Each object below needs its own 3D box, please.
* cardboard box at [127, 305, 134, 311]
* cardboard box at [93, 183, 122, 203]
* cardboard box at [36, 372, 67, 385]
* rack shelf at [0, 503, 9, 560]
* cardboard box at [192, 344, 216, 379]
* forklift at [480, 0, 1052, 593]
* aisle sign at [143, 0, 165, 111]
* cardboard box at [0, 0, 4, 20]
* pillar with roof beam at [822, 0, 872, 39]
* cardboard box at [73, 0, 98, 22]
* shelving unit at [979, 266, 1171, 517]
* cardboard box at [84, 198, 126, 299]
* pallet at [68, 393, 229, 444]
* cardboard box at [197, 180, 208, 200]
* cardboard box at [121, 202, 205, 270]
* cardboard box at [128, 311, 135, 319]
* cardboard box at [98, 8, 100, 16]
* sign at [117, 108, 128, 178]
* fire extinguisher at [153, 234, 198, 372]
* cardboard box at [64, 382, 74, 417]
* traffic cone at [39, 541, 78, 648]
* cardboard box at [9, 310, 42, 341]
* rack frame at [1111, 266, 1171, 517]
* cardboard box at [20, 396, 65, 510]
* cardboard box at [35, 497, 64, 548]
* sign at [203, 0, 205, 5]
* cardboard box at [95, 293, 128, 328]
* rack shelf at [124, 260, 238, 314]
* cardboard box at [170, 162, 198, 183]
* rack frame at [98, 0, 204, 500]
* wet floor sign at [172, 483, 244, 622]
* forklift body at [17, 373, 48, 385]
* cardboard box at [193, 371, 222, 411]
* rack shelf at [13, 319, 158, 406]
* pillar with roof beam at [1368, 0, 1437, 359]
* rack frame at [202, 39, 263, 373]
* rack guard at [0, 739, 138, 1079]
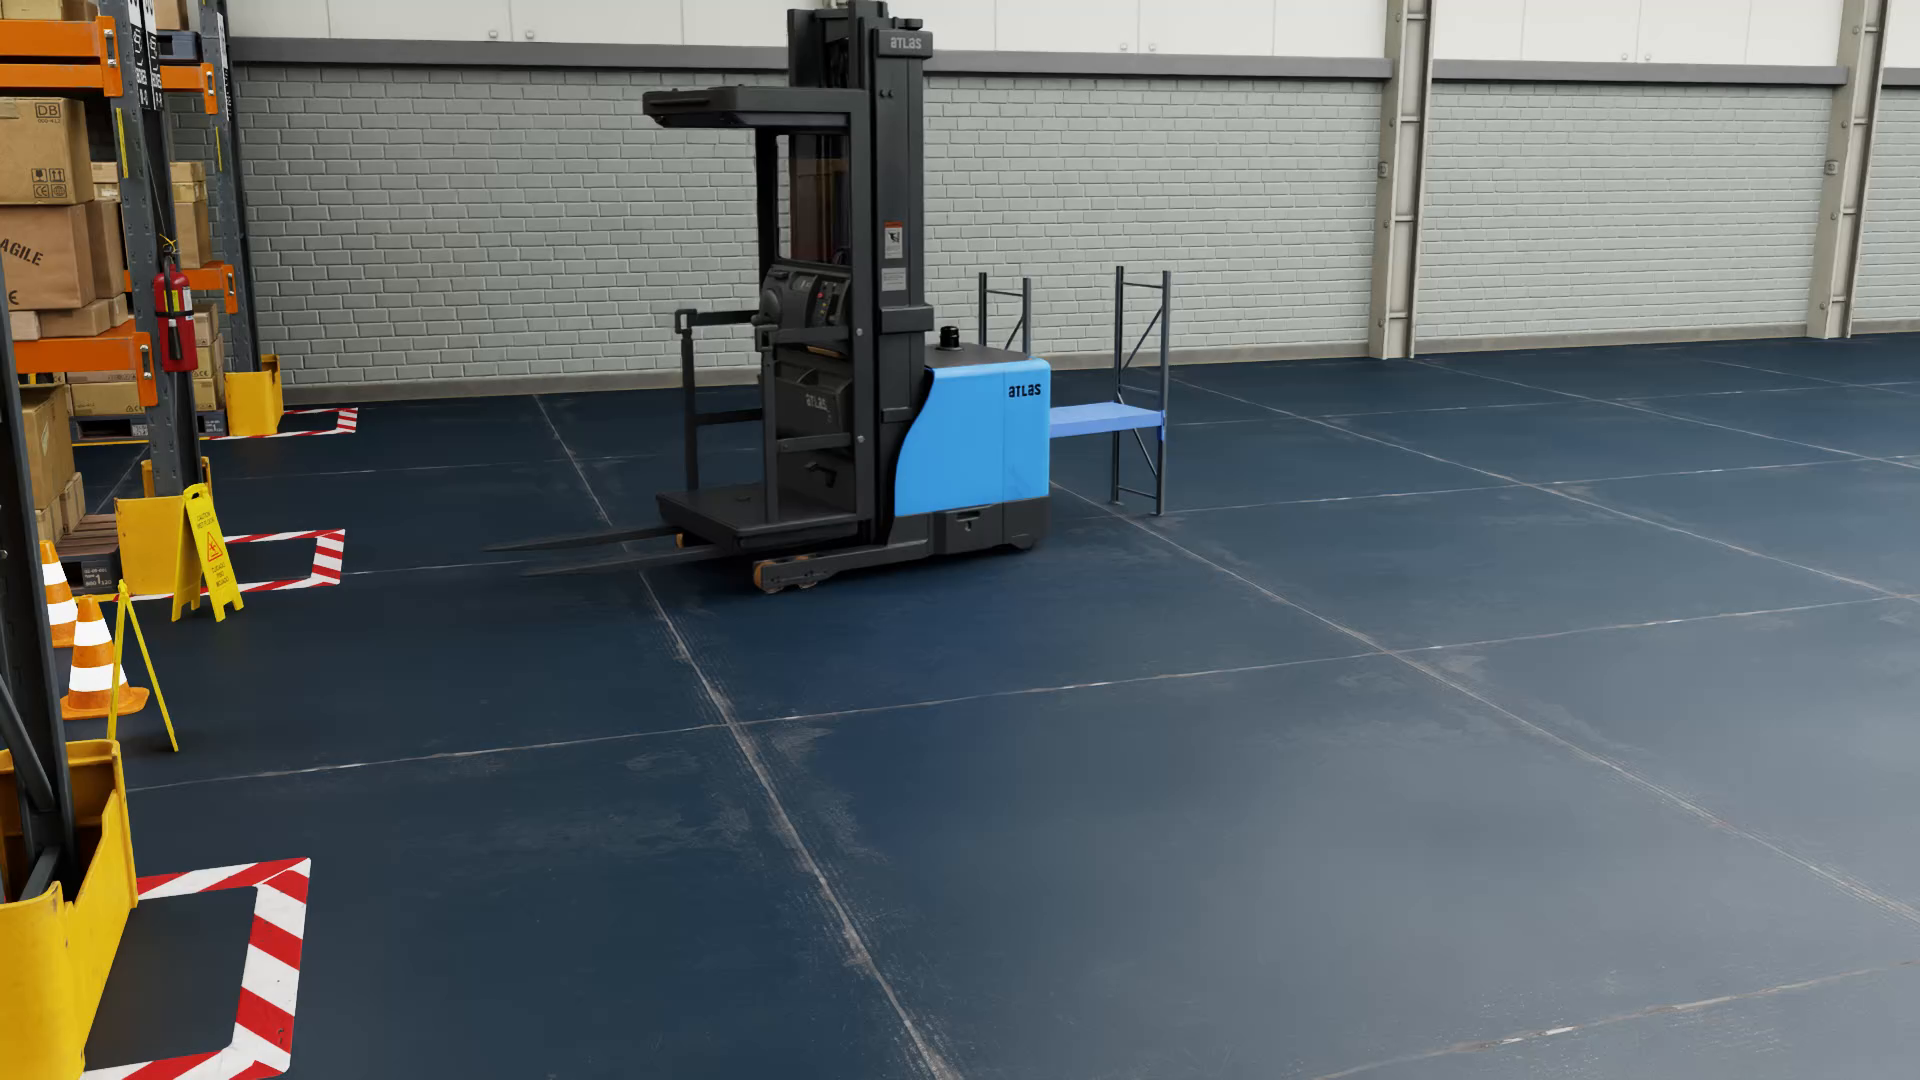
[{"bbox_3d":[-6.766,-1.726,13.292,0.500,0.250,0.500,-4,14,-18],"label":"cardboard box"},{"bbox_3d":[-6.515,-2.651,12.688,0.250,0.149,0.380,-4,14,-17],"label":"cardboard box"},{"bbox_3d":[-7.100,-1.333,12.719,0.500,0.250,0.500,-5,14,-19],"label":"cardboard box"},{"bbox_3d":[-4.412,0.259,3.626,4.000,0.370,1.077,-4,14,-18],"label":"rack shelf"},{"bbox_3d":[-6.139,-1.410,13.044,0.500,0.250,0.500,-5,14,-19],"label":"cardboard box"},{"bbox_3d":[-1.000,-1.292,8.739,3.031,2.935,1.130,-8,16,-32],"label":"forklift"},{"bbox_3d":[-4.231,-2.654,8.700,0.004,0.787,0.394,-4,14,-18],"label":"aisle sign"},{"bbox_3d":[-4.665,-2.540,7.902,0.250,0.149,0.380,-4,14,-18],"label":"cardboard box"},{"bbox_3d":[0.335,-4.968,11.084,0.400,9.000,9.100,-4,14,-18],"label":"pillar with roof beam"},{"bbox_3d":[-4.609,-2.700,8.574,0.250,0.149,0.380,-4,14,-18],"label":"cardboard box"},{"bbox_3d":[0.686,-0.861,10.024,1.048,1.500,0.538,-8,16,-32],"label":"shelving unit"},{"bbox_3d":[-4.728,-1.536,8.759,0.500,0.500,0.500,-5,14,-19],"label":"cardboard box"},{"bbox_3d":[-6.489,-0.983,13.318,1.213,0.211,1.003,-4,14,-18],"label":"pallet"},{"bbox_3d":[-6.181,-2.801,13.319,0.250,0.149,0.380,-5,14,-20],"label":"cardboard box"},{"bbox_3d":[-6.160,-2.360,12.865,0.500,0.500,0.500,-5,14,-19],"label":"cardboard box"},{"bbox_3d":[-6.596,-1.617,12.831,0.500,0.250,0.500,-4,14,-17],"label":"cardboard box"},{"bbox_3d":[-6.466,-3.867,12.356,0.250,0.149,0.380,-5,14,-20],"label":"cardboard box"},{"bbox_3d":[-4.033,-1.910,8.007,0.005,0.325,0.100,-4,14,-18],"label":"sign"},{"bbox_3d":[-3.935,-1.186,8.315,0.183,0.674,0.296,-4,14,-18],"label":"fire extinguisher"},{"bbox_3d":[-7.073,-1.098,12.811,0.500,0.250,0.500,-4,14,-17],"label":"cardboard box"},{"bbox_3d":[-4.187,0.232,7.666,0.334,0.463,0.336,-4,14,-18],"label":"traffic cone"},{"bbox_3d":[-4.682,-1.077,8.231,0.250,0.149,0.380,-5,14,-19],"label":"cardboard box"},{"bbox_3d":[1.114,-0.925,10.290,0.032,1.500,0.500,-8,16,-32],"label":"rack frame"},{"bbox_3d":[-4.867,-0.432,8.390,0.500,0.500,0.500,-4,14,-18],"label":"cardboard box"},{"bbox_3d":[-4.894,-0.063,8.459,0.500,0.250,0.500,-5,14,-18],"label":"cardboard box"},{"bbox_3d":[-5.617,-4.136,12.326,0.005,0.325,0.100,-4,14,-18],"label":"sign"},{"bbox_3d":[-4.579,-1.215,8.810,0.250,0.149,0.380,-4,14,-18],"label":"cardboard box"},{"bbox_3d":[-7.673,-1.907,12.734,4.000,0.370,1.077,-4,14,-18],"label":"rack shelf"},{"bbox_3d":[-6.050,-2.841,12.845,0.250,0.149,0.380,-4,14,-18],"label":"cardboard box"},{"bbox_3d":[-4.191,-1.317,8.696,0.127,3.000,1.000,-4,14,-18],"label":"rack frame"},{"bbox_3d":[-3.669,0.049,8.041,0.232,0.644,0.267,0,13,1],"label":"wet floor sign"},{"bbox_3d":[-6.993,-1.452,11.099,1.214,2.155,2.313,-4,14,-18],"label":"forklift body"},{"bbox_3d":[-6.122,-1.168,13.104,0.500,0.250,0.500,-4,14,-18],"label":"cardboard box"},{"bbox_3d":[-6.086,-0.819,8.158,4.000,0.370,1.077,-4,14,-18],"label":"rack shelf"},{"bbox_3d":[6.022,-5.411,12.946,0.400,9.000,9.100,-4,14,-18],"label":"pillar with roof beam"},{"bbox_3d":[-5.777,-2.405,13.271,0.127,3.000,1.000,-4,14,-18],"label":"rack frame"},{"bbox_3d":[-2.493,0.976,4.460,0.348,0.500,1.175,-4,14,-18],"label":"rack guard"}]
